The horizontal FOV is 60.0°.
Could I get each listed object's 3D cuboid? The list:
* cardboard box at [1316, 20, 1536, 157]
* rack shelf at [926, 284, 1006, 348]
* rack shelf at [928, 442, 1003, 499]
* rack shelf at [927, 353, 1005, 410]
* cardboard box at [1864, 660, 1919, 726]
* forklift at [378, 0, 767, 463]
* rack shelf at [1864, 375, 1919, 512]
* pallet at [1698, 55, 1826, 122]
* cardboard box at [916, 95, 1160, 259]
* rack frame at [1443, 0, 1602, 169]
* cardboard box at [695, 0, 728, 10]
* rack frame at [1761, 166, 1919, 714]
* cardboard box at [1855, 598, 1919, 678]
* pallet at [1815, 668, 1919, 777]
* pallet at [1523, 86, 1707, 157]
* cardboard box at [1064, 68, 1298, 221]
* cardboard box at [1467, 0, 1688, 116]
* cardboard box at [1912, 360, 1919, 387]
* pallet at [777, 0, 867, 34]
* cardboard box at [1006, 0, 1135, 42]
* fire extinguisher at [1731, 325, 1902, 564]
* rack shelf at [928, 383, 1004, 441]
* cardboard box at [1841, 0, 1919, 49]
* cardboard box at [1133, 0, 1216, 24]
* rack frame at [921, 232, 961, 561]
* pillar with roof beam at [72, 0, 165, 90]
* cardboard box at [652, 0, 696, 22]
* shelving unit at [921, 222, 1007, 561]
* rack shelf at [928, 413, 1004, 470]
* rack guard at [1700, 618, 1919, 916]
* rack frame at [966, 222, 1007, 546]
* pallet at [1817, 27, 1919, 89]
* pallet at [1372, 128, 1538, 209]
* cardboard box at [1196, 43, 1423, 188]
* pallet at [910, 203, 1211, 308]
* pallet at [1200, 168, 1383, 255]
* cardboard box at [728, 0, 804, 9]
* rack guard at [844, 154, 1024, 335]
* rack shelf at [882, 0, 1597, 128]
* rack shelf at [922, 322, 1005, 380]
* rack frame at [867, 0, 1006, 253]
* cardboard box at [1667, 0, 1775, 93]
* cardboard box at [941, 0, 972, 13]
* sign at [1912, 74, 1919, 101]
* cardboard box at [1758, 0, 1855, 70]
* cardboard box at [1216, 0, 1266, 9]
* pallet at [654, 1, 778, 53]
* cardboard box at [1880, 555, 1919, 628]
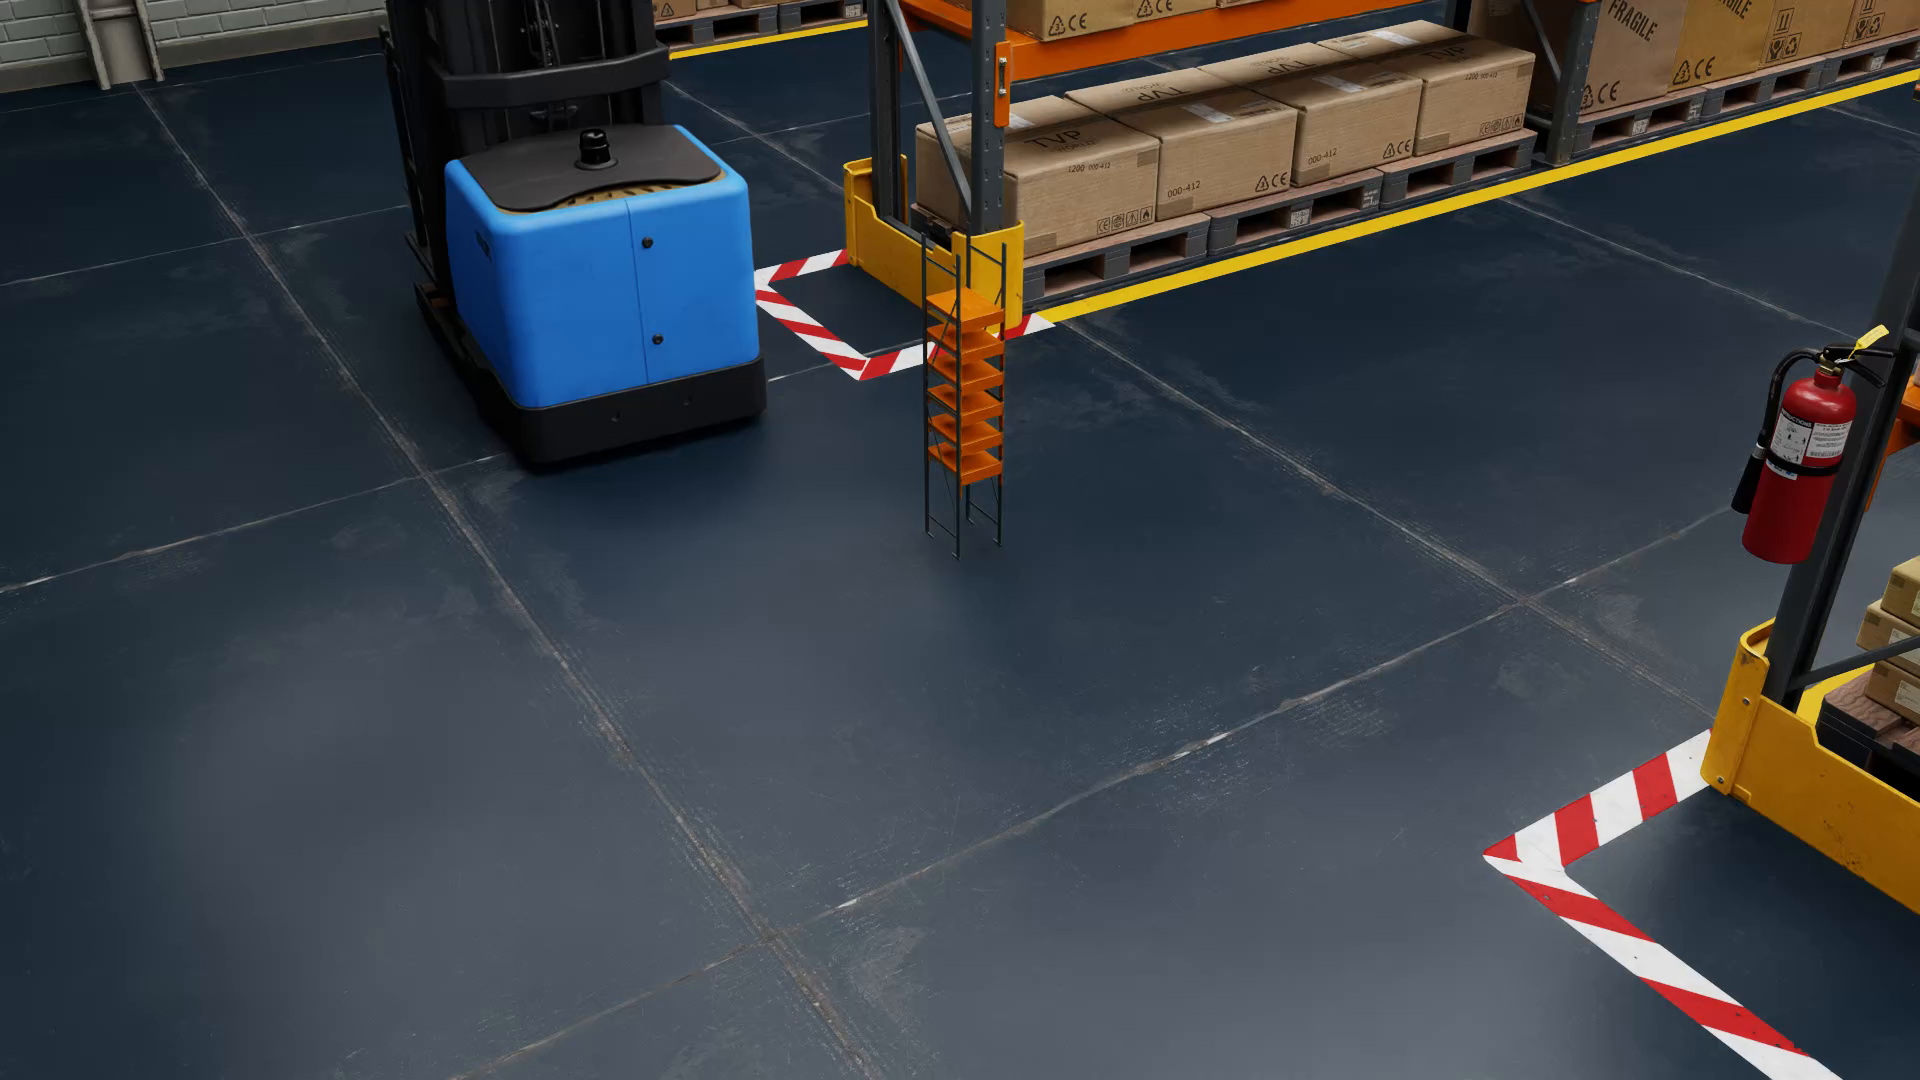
[{"bbox_3d":[2.654,-2.626,9.609,0.875,0.438,0.875,-20,37,-28],"label":"cardboard box"},{"bbox_3d":[0.012,-0.779,5.768,0.180,0.103,0.258,-19,37,-27],"label":"rack shelf"},{"bbox_3d":[0.012,-0.271,6.088,0.180,0.103,0.258,-19,37,-27],"label":"rack shelf"},{"bbox_3d":[0.012,-0.576,5.896,0.180,0.103,0.258,-19,37,-27],"label":"rack shelf"},{"bbox_3d":[2.975,0.464,4.981,0.250,0.149,0.380,-18,37,-26],"label":"cardboard box"},{"bbox_3d":[-1.943,-2.310,7.164,1.130,2.935,3.031,-16,35,-23],"label":"forklift"},{"bbox_3d":[4.326,-0.592,5.052,4.000,0.370,1.077,-19,37,-27],"label":"rack shelf"},{"bbox_3d":[4.874,-3.097,10.962,1.213,0.211,1.003,-19,37,-27],"label":"pallet"},{"bbox_3d":[0.379,-1.839,8.361,0.875,0.438,0.875,-20,38,-29],"label":"cardboard box"},{"bbox_3d":[3.240,-3.665,9.249,0.127,3.000,1.000,-19,37,-27],"label":"rack frame"},{"bbox_3d":[-1.871,-3.945,11.971,0.250,0.149,0.380,-21,38,-29],"label":"cardboard box"},{"bbox_3d":[2.645,-0.318,3.943,0.127,3.000,1.000,-19,37,-27],"label":"rack frame"},{"bbox_3d":[2.934,0.303,4.957,0.250,0.149,0.380,-20,37,-29],"label":"cardboard box"},{"bbox_3d":[3.411,0.620,5.069,1.213,0.211,1.003,-19,37,-27],"label":"pallet"},{"bbox_3d":[3.848,-2.743,10.400,1.213,0.211,1.003,-19,37,-27],"label":"pallet"},{"bbox_3d":[1.143,-2.107,8.786,0.875,0.438,0.875,-18,36,-26],"label":"cardboard box"},{"bbox_3d":[3.718,-3.159,10.045,0.875,0.875,0.875,-18,36,-26],"label":"cardboard box"},{"bbox_3d":[2.766,-0.433,4.361,0.250,0.149,0.380,-19,37,-27],"label":"cardboard box"},{"bbox_3d":[-1.056,-4.158,12.643,1.213,0.211,1.003,-19,37,-27],"label":"pallet"},{"bbox_3d":[0.437,-2.561,7.405,0.500,0.500,0.500,-19,37,-28],"label":"cardboard box"},{"bbox_3d":[2.183,-0.262,4.276,0.183,0.674,0.296,-19,37,-27],"label":"fire extinguisher"},{"bbox_3d":[0.012,-0.474,5.960,0.180,0.103,0.258,-19,37,-27],"label":"rack shelf"},{"bbox_3d":[5.977,-3.938,11.279,0.875,0.875,0.875,-19,37,-28],"label":"cardboard box"},{"bbox_3d":[0.847,-2.720,7.657,0.500,0.500,0.500,-20,37,-28],"label":"cardboard box"},{"bbox_3d":[-0.065,-0.485,5.895,0.006,1.200,0.240,-19,37,-27],"label":"rack frame"},{"bbox_3d":[-3.236,-4.965,5.687,0.400,9.000,9.100,-19,37,-27],"label":"pillar with roof beam"},{"bbox_3d":[-2.249,-3.990,11.710,0.637,0.503,0.797,-21,38,-29],"label":"cardboard box"},{"bbox_3d":[0.012,-0.512,5.937,0.189,1.200,0.258,-19,37,-27],"label":"shelving unit"},{"bbox_3d":[0.012,-0.373,6.024,0.180,0.103,0.258,-19,37,-27],"label":"rack shelf"},{"bbox_3d":[2.709,0.717,4.645,0.348,0.500,1.175,-19,37,-27],"label":"rack guard"},{"bbox_3d":[0.089,-0.538,5.978,0.006,1.200,0.240,-19,37,-27],"label":"rack frame"},{"bbox_3d":[5.899,-3.448,11.518,1.213,0.211,1.003,-19,37,-27],"label":"pallet"},{"bbox_3d":[2.559,-2.301,9.700,1.213,0.211,1.003,-19,37,-27],"label":"pallet"},{"bbox_3d":[1.902,-2.367,9.198,0.875,0.438,0.875,-20,37,-29],"label":"cardboard box"},{"bbox_3d":[0.508,-1.596,8.582,1.213,0.211,1.003,-19,37,-27],"label":"pallet"},{"bbox_3d":[1.532,-1.946,9.137,1.213,0.211,1.003,-19,37,-27],"label":"pallet"},{"bbox_3d":[-1.509,-4.218,12.075,0.500,0.500,0.700,-17,36,-25],"label":"cardboard box"},{"bbox_3d":[-0.142,-1.445,8.072,0.348,0.500,1.175,-19,37,-27],"label":"rack guard"},{"bbox_3d":[1.559,-2.783,8.524,4.000,0.370,1.077,-19,37,-27],"label":"rack shelf"},{"bbox_3d":[0.012,-0.677,5.832,0.180,0.103,0.258,-19,37,-27],"label":"rack shelf"},{"bbox_3d":[-0.122,-2.509,7.416,0.127,3.000,1.000,-19,37,-27],"label":"rack frame"},{"bbox_3d":[4.473,-3.424,10.464,0.875,0.875,0.875,-18,36,-26],"label":"cardboard box"},{"bbox_3d":[0.140,-2.809,7.798,0.500,0.500,0.500,-19,37,-27],"label":"cardboard box"},{"bbox_3d":[2.361,-1.196,3.954,0.005,0.325,0.100,-19,37,-27],"label":"sign"},{"bbox_3d":[5.225,-3.682,10.873,0.875,0.875,0.875,-19,37,-27],"label":"cardboard box"},{"bbox_3d":[1.285,-2.859,7.877,0.500,0.500,0.500,-19,37,-28],"label":"cardboard box"},{"bbox_3d":[-2.081,-3.807,12.088,1.213,0.211,1.003,-19,37,-27],"label":"pallet"},{"bbox_3d":[2.953,0.191,4.856,0.250,0.149,0.380,-19,37,-27],"label":"cardboard box"}]
